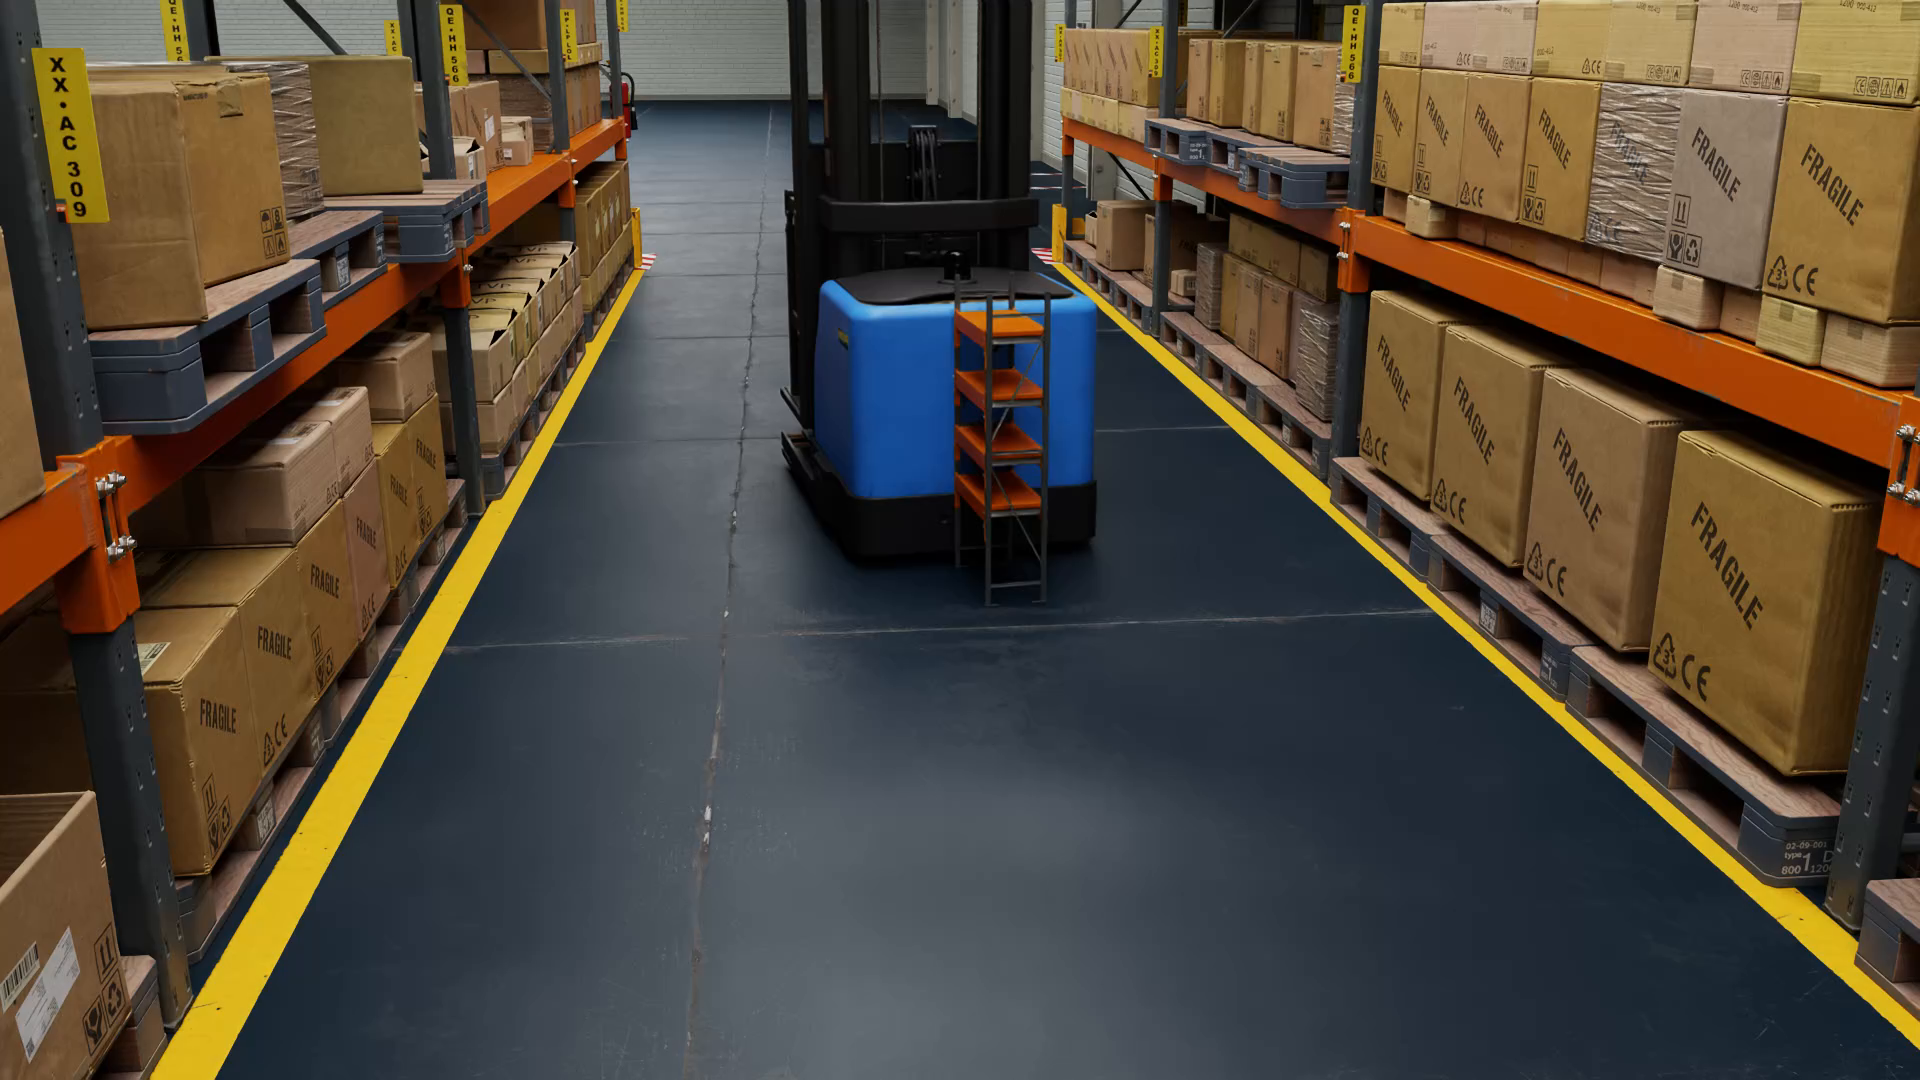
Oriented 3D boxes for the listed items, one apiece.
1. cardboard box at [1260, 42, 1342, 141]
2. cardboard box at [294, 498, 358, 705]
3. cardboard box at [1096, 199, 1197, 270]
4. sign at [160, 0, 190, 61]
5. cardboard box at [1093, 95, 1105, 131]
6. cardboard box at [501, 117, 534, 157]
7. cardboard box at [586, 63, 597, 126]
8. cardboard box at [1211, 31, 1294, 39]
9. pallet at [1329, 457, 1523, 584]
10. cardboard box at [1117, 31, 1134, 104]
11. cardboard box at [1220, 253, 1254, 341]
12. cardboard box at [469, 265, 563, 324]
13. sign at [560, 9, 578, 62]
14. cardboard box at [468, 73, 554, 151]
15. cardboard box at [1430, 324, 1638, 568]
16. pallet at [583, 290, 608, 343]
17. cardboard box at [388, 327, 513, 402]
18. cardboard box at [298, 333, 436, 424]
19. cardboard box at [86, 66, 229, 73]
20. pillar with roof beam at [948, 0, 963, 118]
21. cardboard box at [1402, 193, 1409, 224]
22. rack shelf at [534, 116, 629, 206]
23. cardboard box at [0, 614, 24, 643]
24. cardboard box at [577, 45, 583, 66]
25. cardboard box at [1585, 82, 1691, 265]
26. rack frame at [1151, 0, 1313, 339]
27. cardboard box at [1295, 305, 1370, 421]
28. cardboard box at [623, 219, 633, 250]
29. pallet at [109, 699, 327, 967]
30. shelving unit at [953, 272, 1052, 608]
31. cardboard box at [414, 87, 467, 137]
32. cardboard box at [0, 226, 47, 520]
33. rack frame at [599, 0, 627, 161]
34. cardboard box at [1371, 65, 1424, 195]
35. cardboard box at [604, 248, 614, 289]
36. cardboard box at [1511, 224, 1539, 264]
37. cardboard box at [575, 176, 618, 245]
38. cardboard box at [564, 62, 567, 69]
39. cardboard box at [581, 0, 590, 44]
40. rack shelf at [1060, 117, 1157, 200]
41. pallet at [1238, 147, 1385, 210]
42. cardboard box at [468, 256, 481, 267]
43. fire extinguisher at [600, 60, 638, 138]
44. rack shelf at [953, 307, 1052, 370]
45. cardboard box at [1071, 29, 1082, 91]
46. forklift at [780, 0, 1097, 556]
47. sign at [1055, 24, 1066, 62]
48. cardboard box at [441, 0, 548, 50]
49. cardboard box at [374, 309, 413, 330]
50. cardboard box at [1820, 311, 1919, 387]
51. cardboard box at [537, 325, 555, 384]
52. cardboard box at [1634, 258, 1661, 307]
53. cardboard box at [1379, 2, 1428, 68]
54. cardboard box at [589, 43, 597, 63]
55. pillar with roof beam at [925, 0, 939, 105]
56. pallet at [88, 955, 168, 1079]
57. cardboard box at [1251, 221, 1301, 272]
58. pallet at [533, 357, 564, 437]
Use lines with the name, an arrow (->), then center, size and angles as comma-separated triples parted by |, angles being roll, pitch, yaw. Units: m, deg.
cardboard box -> 2.061, -2.454, 9.084 | 0.700, 0.500, 0.500 | -2, 18, -6
cardboard box -> -2.162, 0.183, 5.024 | 0.500, 0.500, 0.500 | -2, 17, -5
cardboard box -> 1.511, -2.488, 13.533 | 0.700, 0.500, 0.500 | -3, 18, -9
sign -> -3.209, -2.066, 6.818 | 0.100, 0.325, 0.005 | -2, 18, -6
cardboard box -> 1.343, -3.395, 13.202 | 0.500, 0.250, 0.500 | -2, 18, -5
cardboard box -> -2.976, -2.507, 10.404 | 0.500, 0.250, 0.500 | -1, 17, -2
cardboard box -> -3.388, -3.667, 13.684 | 0.700, 0.500, 0.500 | -1, 17, -4
cardboard box -> 2.016, -3.320, 11.709 | 0.500, 0.500, 0.500 | -2, 18, -7
pallet -> 2.276, -0.118, 7.202 | 1.003, 0.211, 1.213 | -2, 18, -6
cardboard box -> 1.444, -3.453, 12.134 | 0.500, 0.500, 0.500 | -2, 18, -6
cardboard box -> 2.053, -1.524, 10.462 | 0.700, 0.500, 0.500 | -2, 18, -7
cardboard box -> -2.634, -1.464, 9.787 | 0.500, 0.311, 0.500 | -2, 18, -6
sign -> -2.531, -3.258, 10.746 | 0.100, 0.325, 0.005 | -2, 18, -6
cardboard box -> -3.122, -2.903, 11.250 | 0.700, 0.500, 0.500 | -2, 18, -7
cardboard box -> 2.299, -0.376, 6.256 | 0.750, 0.750, 0.750 | -2, 18, -6
pallet -> -3.110, -1.632, 12.021 | 1.003, 0.211, 1.213 | -2, 18, -6
cardboard box -> -2.419, -0.853, 7.840 | 0.500, 0.311, 0.500 | -1, 17, -4
cardboard box -> -2.317, -0.619, 6.327 | 0.500, 0.250, 0.500 | -1, 17, -4
cardboard box -> -2.488, -1.113, 4.845 | 0.700, 0.500, 0.500 | -6, 19, -20
pillar with roof beam -> -4.380, -13.767, 36.006 | 9.100, 9.000, 0.400 | -2, 18, -6
cardboard box -> 2.090, -1.395, 6.999 | 0.380, 0.149, 0.250 | -2, 17, -5
rack shelf -> -3.276, -2.976, 12.850 | 1.077, 0.370, 4.000 | -2, 18, -6
cardboard box -> -2.581, 0.504, 4.001 | 0.500, 0.500, 0.500 | -2, 18, -6
cardboard box -> -3.091, -3.703, 12.713 | 0.380, 0.149, 0.250 | -2, 18, -6
cardboard box -> 2.278, -1.125, 5.055 | 0.500, 0.500, 0.500 | -2, 18, -6
rack frame -> 1.857, -2.878, 11.336 | 1.000, 3.000, 0.127 | -2, 18, -6
cardboard box -> 2.143, -0.916, 8.526 | 0.700, 0.500, 0.500 | -2, 17, -5
cardboard box -> -3.133, -2.653, 14.510 | 0.500, 0.250, 0.500 | -2, 18, -6
pallet -> -2.366, 0.749, 4.439 | 1.003, 0.211, 1.213 | -2, 18, -6
shelving unit -> 0.155, -0.395, 6.433 | 0.258, 1.200, 0.503 | -4, 18, -13
cardboard box -> -2.847, -2.079, 8.624 | 0.500, 0.500, 0.500 | -3, 18, -9
cardboard box -> -1.938, -0.247, 2.789 | 0.500, 0.500, 0.500 | -1, 17, -5
rack frame -> -3.482, -3.915, 14.641 | 1.000, 3.000, 0.127 | -2, 18, -6
cardboard box -> 2.065, -1.733, 6.991 | 0.500, 0.500, 0.500 | -1, 17, -4
cardboard box -> -2.909, -2.058, 12.614 | 0.500, 0.250, 0.500 | -2, 18, -6
cardboard box -> 2.234, -1.088, 6.021 | 0.380, 0.149, 0.250 | -2, 17, -5
cardboard box -> -2.963, -2.565, 12.976 | 0.500, 0.500, 0.500 | -2, 18, -6
cardboard box -> -2.988, -3.397, 11.738 | 0.380, 0.149, 0.250 | -2, 18, -6
cardboard box -> -3.382, -4.270, 13.438 | 0.700, 0.500, 0.500 | -2, 18, -7
rack shelf -> 1.651, -3.130, 13.341 | 1.077, 0.370, 4.000 | -2, 18, -6
pallet -> 2.090, -1.804, 8.234 | 1.213, 0.211, 1.003 | -2, 18, -6
cardboard box -> -3.229, -1.600, 10.217 | 0.500, 0.311, 0.500 | -2, 18, -6
fire extinguisher -> -3.033, -3.928, 14.810 | 0.296, 0.674, 0.183 | -2, 18, -6
rack shelf -> 0.155, -0.770, 6.315 | 0.258, 0.148, 0.480 | -4, 18, -13
cardboard box -> 1.236, -4.066, 14.086 | 0.500, 0.500, 0.500 | -2, 18, -5
forklift -> -0.276, -1.737, 7.815 | 1.130, 2.935, 3.031 | -4, 18, -13
sign -> 0.905, -4.466, 14.948 | 0.100, 0.325, 0.005 | -2, 18, -6
cardboard box -> -3.122, -3.522, 11.056 | 0.700, 0.500, 0.500 | -2, 18, -5
cardboard box -> -3.016, -0.991, 8.279 | 0.500, 0.311, 0.500 | -2, 18, -6
cardboard box -> 2.366, -0.476, 4.071 | 0.380, 0.149, 0.250 | -2, 18, -5
cardboard box -> -2.584, -1.043, 9.380 | 0.500, 0.250, 0.500 | -1, 17, -5
cardboard box -> 2.289, -0.781, 5.042 | 0.380, 0.149, 0.250 | -2, 18, -6
cardboard box -> 2.063, -2.091, 6.881 | 0.500, 0.250, 0.500 | -1, 17, -4
cardboard box -> -3.199, -4.010, 13.694 | 0.380, 0.149, 0.250 | -2, 18, -6
pillar with roof beam -> -4.999, -15.555, 41.700 | 9.100, 9.000, 0.400 | -2, 18, -6
pallet -> -2.175, 1.195, 3.019 | 1.003, 0.211, 1.213 | -2, 18, -6
cardboard box -> 2.056, -1.748, 9.924 | 0.500, 0.250, 0.500 | -2, 18, -7
pallet -> -2.826, -0.811, 9.407 | 1.003, 0.211, 1.213 | -2, 18, -6
